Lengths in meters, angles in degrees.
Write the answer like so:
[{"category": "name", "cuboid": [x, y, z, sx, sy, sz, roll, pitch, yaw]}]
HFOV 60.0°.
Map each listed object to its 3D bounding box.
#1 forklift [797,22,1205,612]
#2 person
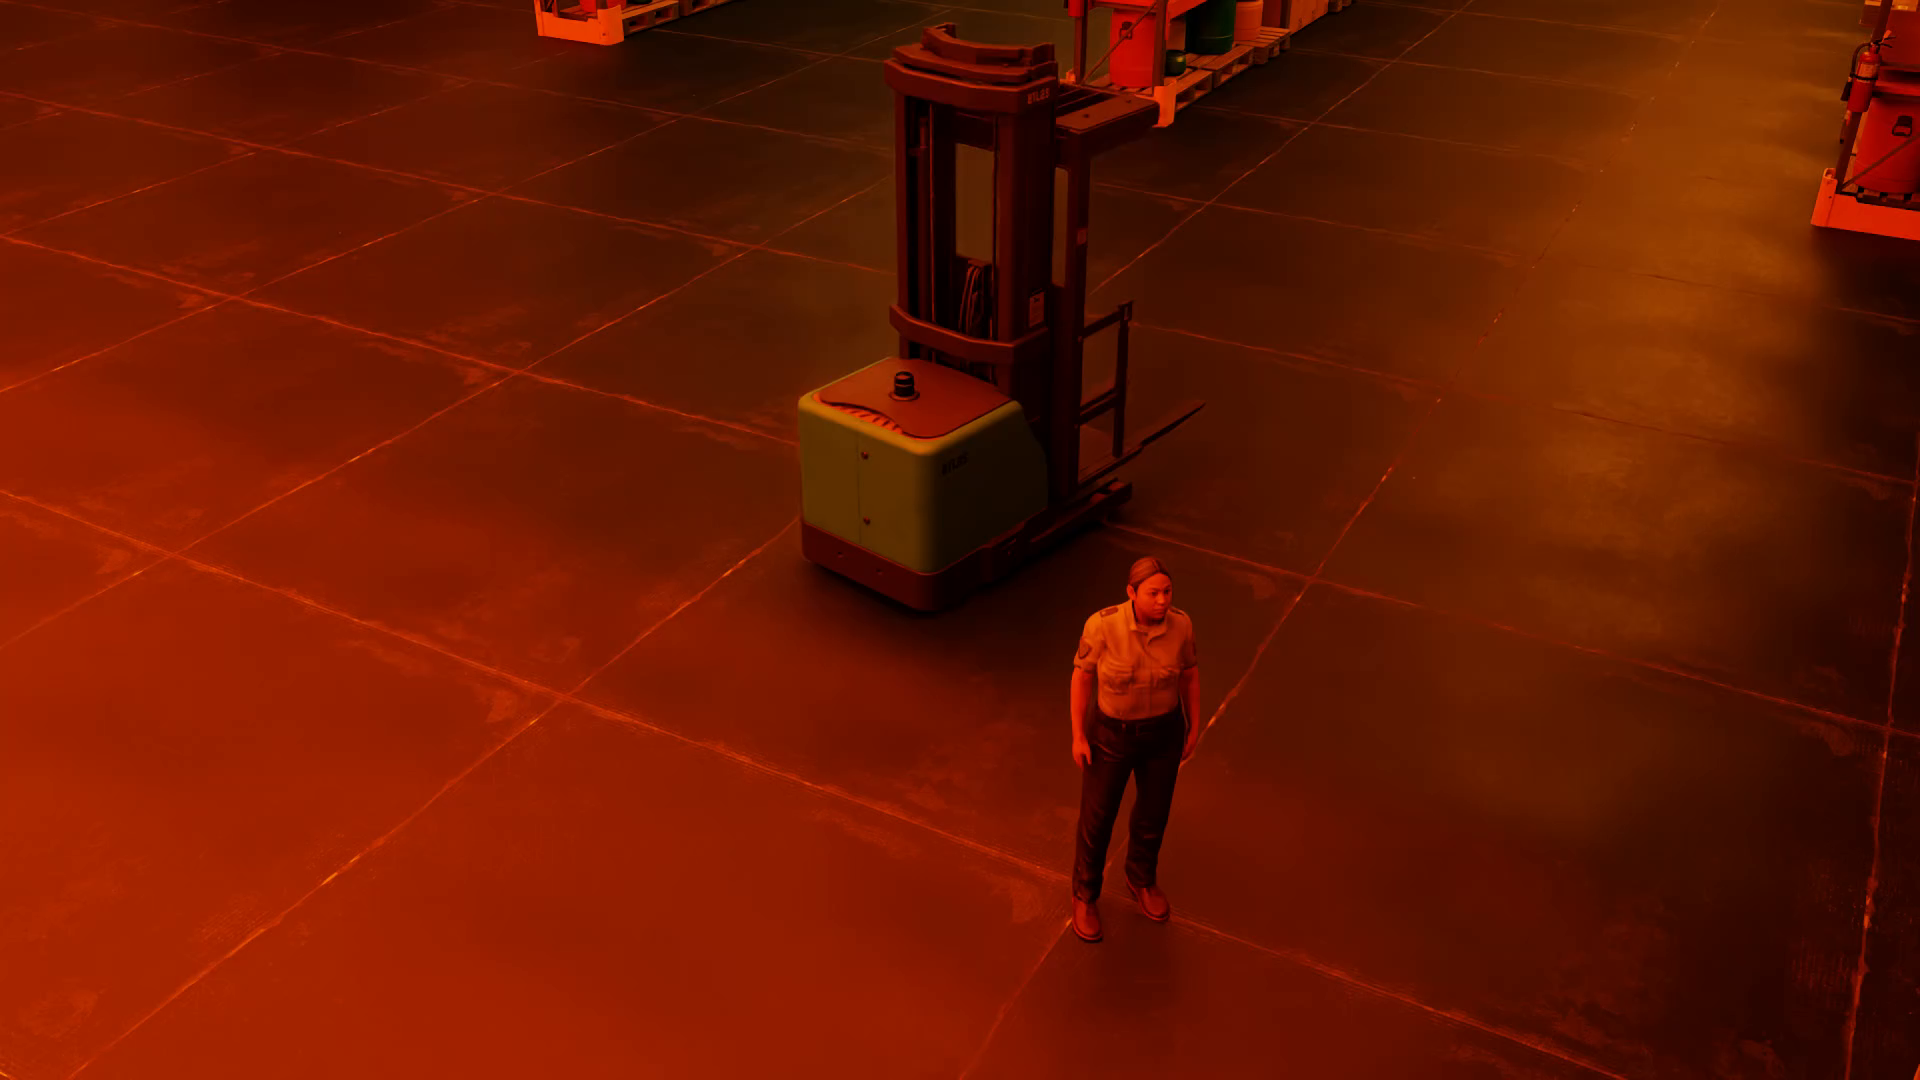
[{"category": "forklift", "cuboid": [0.415, -1.536, 9.732, 1.130, 2.935, 3.031, 23, 37, 34]}, {"category": "person", "cuboid": [0.738, 0.858, 6.869, 0.573, 1.661, 0.475, -6, 30, -10]}]
